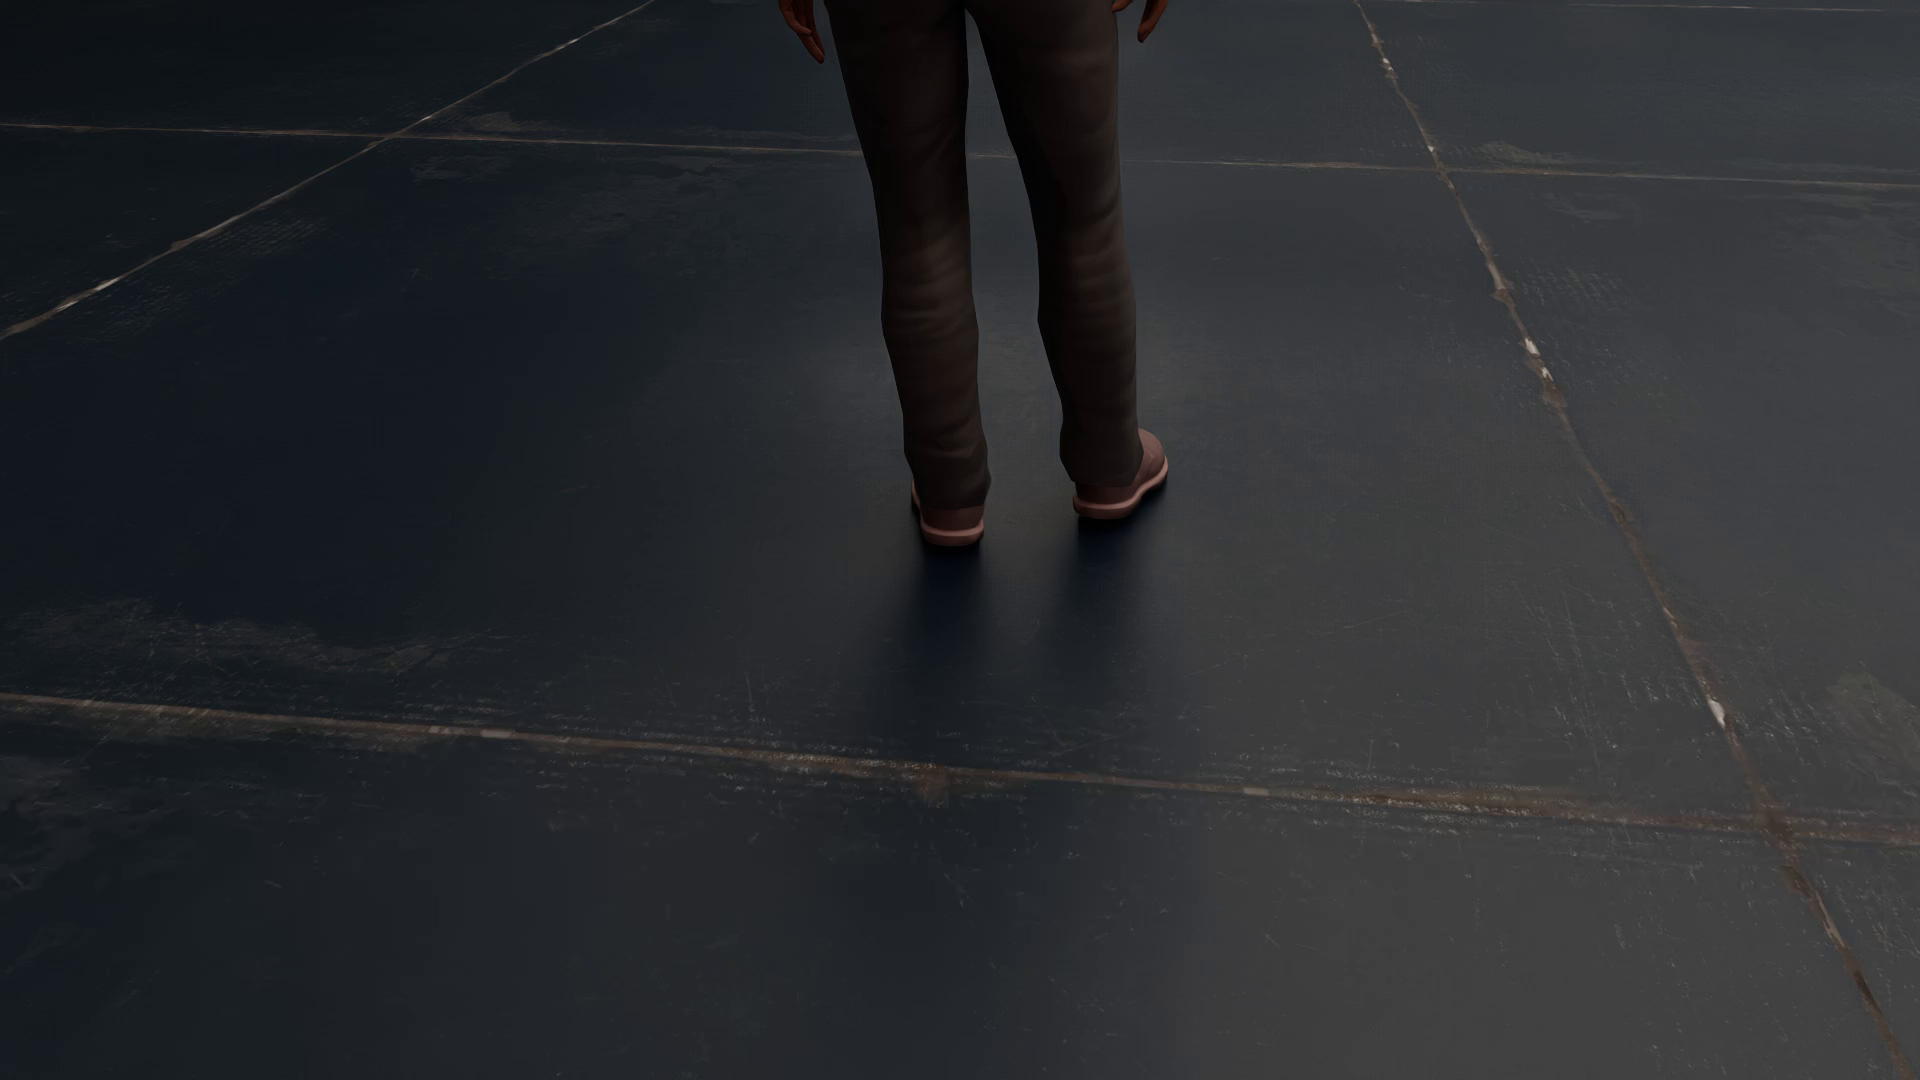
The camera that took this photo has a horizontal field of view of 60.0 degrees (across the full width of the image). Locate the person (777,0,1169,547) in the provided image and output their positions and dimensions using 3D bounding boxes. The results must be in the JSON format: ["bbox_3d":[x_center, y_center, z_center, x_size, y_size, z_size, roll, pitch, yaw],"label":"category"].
[{"bbox_3d":[0.031,-0.785,2.203,0.569,1.656,0.503,3,27,7],"label":"person"}]
